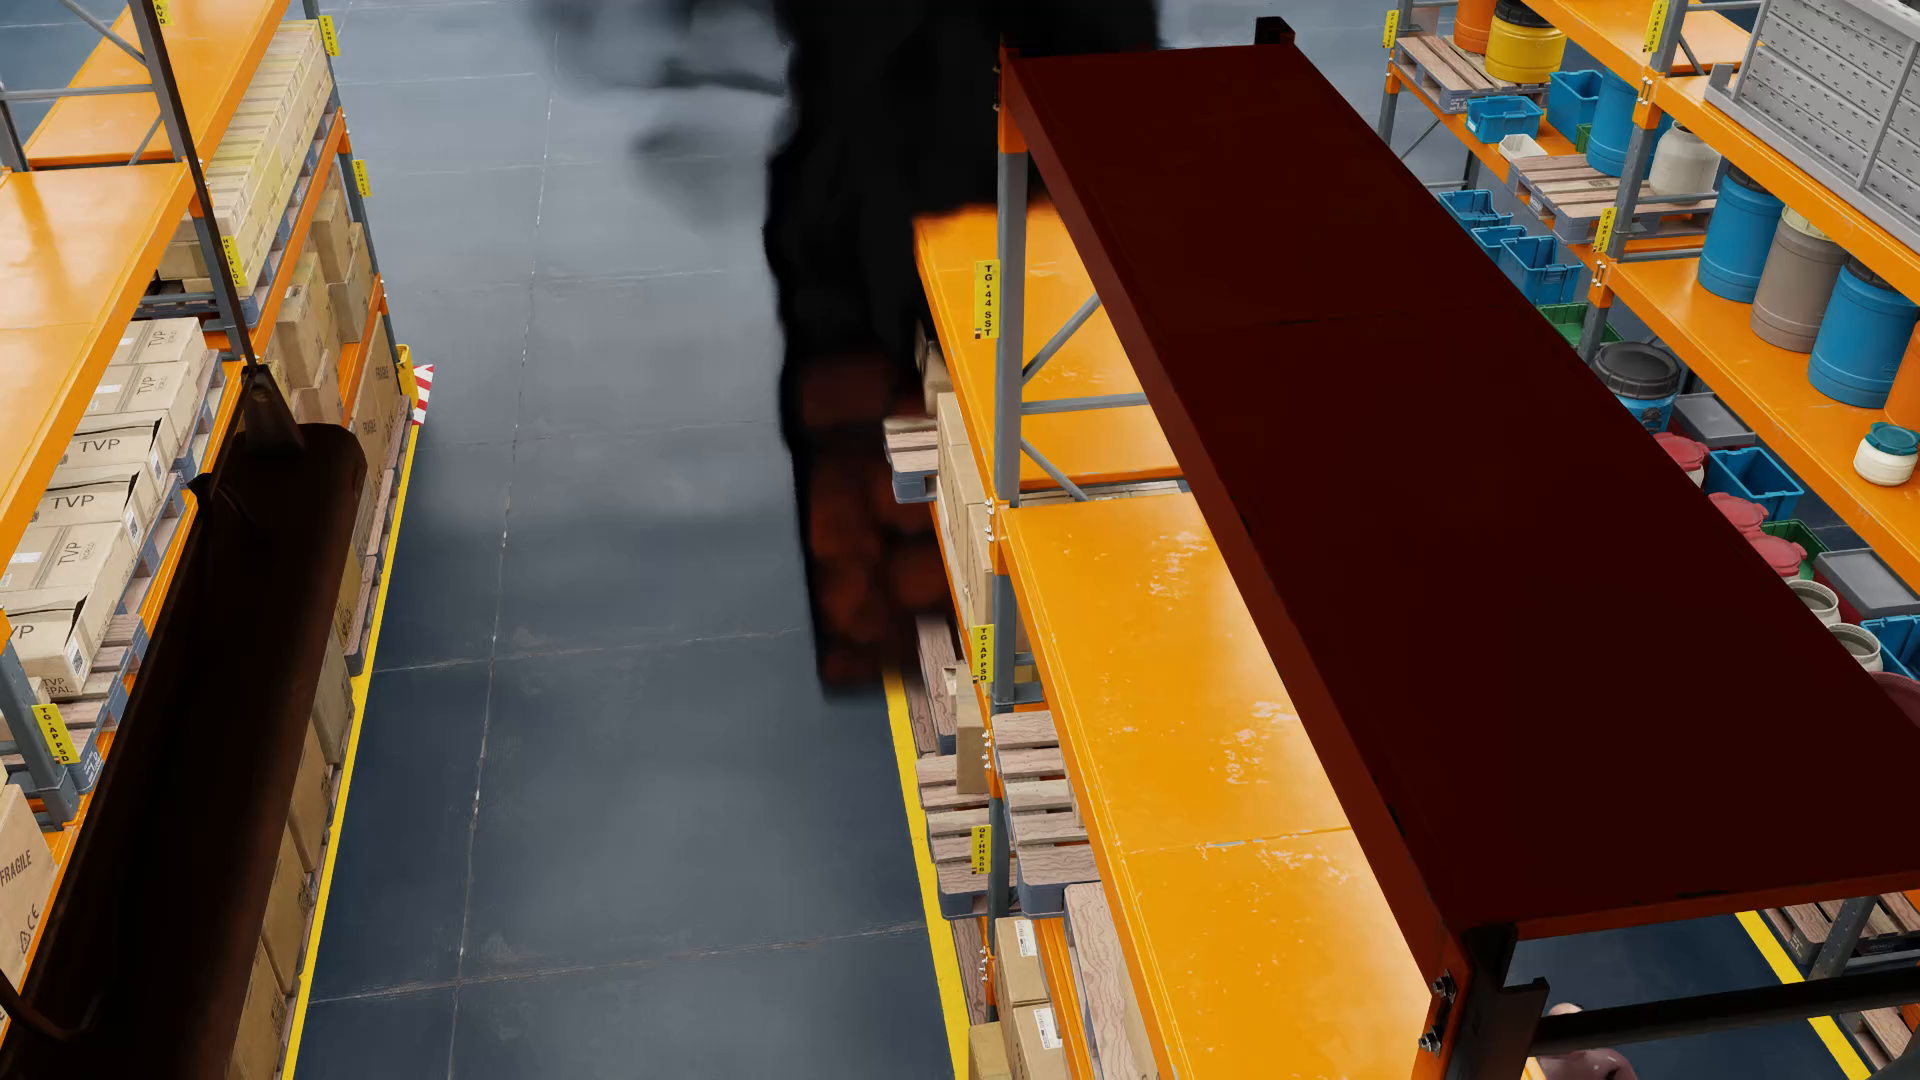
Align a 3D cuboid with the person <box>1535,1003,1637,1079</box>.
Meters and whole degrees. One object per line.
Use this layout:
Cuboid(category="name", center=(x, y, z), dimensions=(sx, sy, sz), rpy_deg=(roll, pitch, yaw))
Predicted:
Cuboid(category="person", center=(2.819, 2.924, 7.974), dimensions=(0.662, 1.792, 1.050), rpy_deg=(-12, 38, -15))
